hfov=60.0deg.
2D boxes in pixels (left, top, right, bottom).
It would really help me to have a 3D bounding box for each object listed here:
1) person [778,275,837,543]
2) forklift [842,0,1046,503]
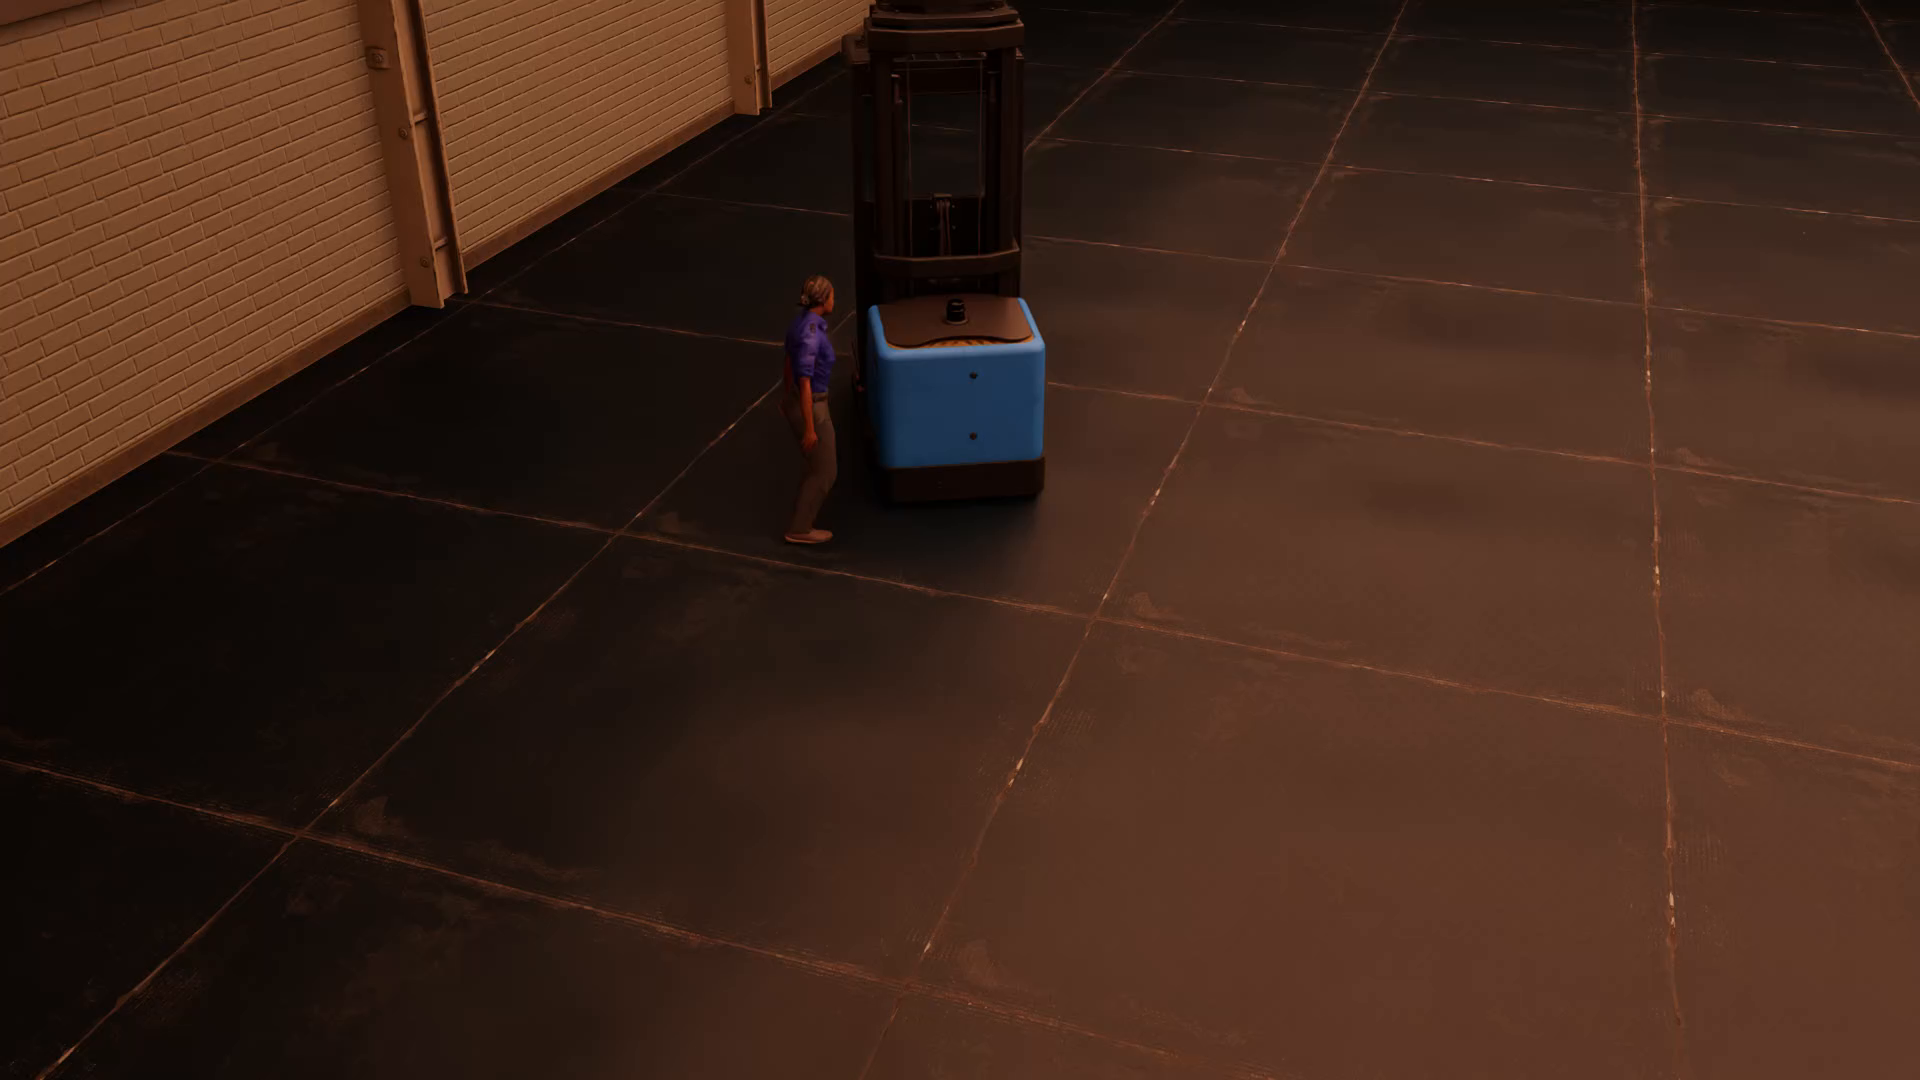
[{"bbox_3d":[-0.903,-0.776,9.847,0.396,1.628,0.804,-7,30,-13],"label":"person"},{"bbox_3d":[-0.176,-2.213,11.019,1.130,2.935,3.031,-4,30,-7],"label":"forklift"}]
